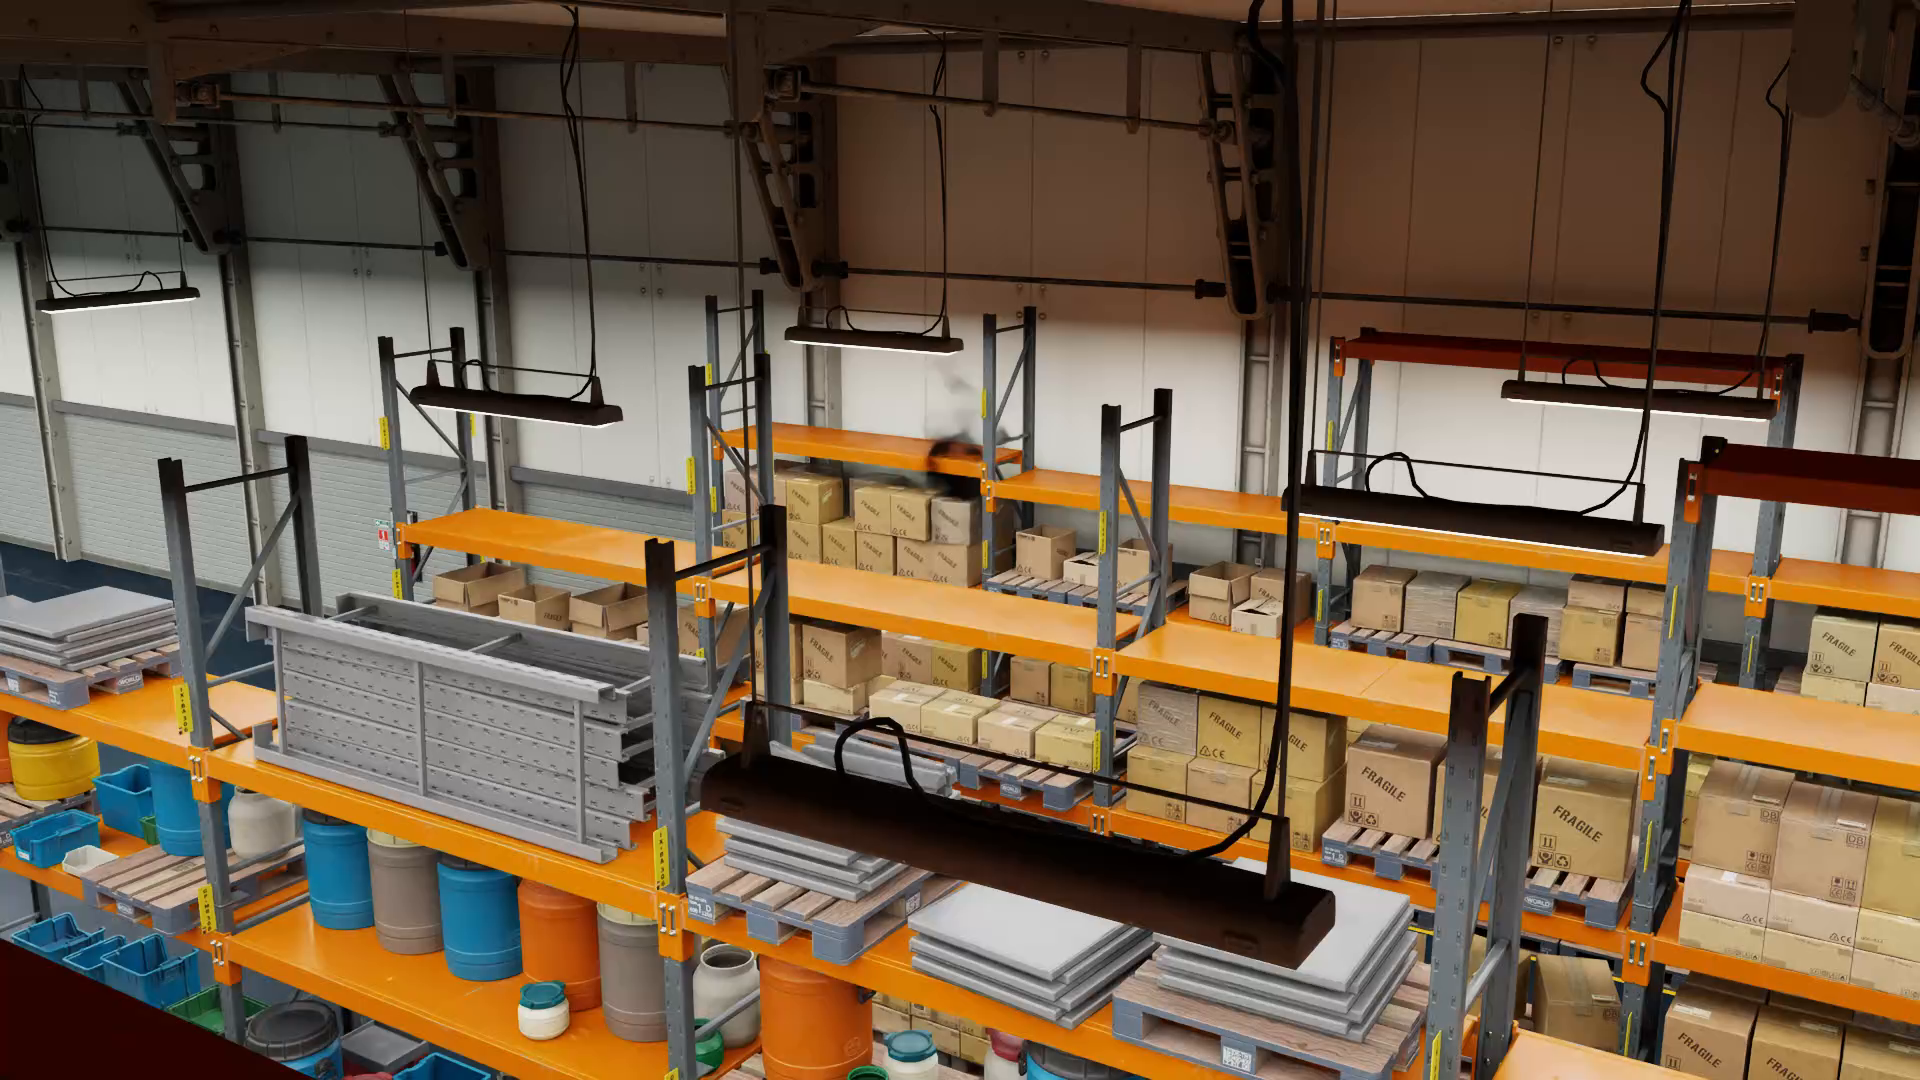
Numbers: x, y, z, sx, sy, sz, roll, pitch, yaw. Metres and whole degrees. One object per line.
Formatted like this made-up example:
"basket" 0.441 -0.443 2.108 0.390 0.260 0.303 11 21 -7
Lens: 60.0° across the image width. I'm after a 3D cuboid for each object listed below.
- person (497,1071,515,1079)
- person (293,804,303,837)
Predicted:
"person" -3.653 3.898 13.718 0.981 1.768 0.665 6 15 23
"person" -7.245 2.753 18.589 0.690 1.727 0.716 -7 16 -28
